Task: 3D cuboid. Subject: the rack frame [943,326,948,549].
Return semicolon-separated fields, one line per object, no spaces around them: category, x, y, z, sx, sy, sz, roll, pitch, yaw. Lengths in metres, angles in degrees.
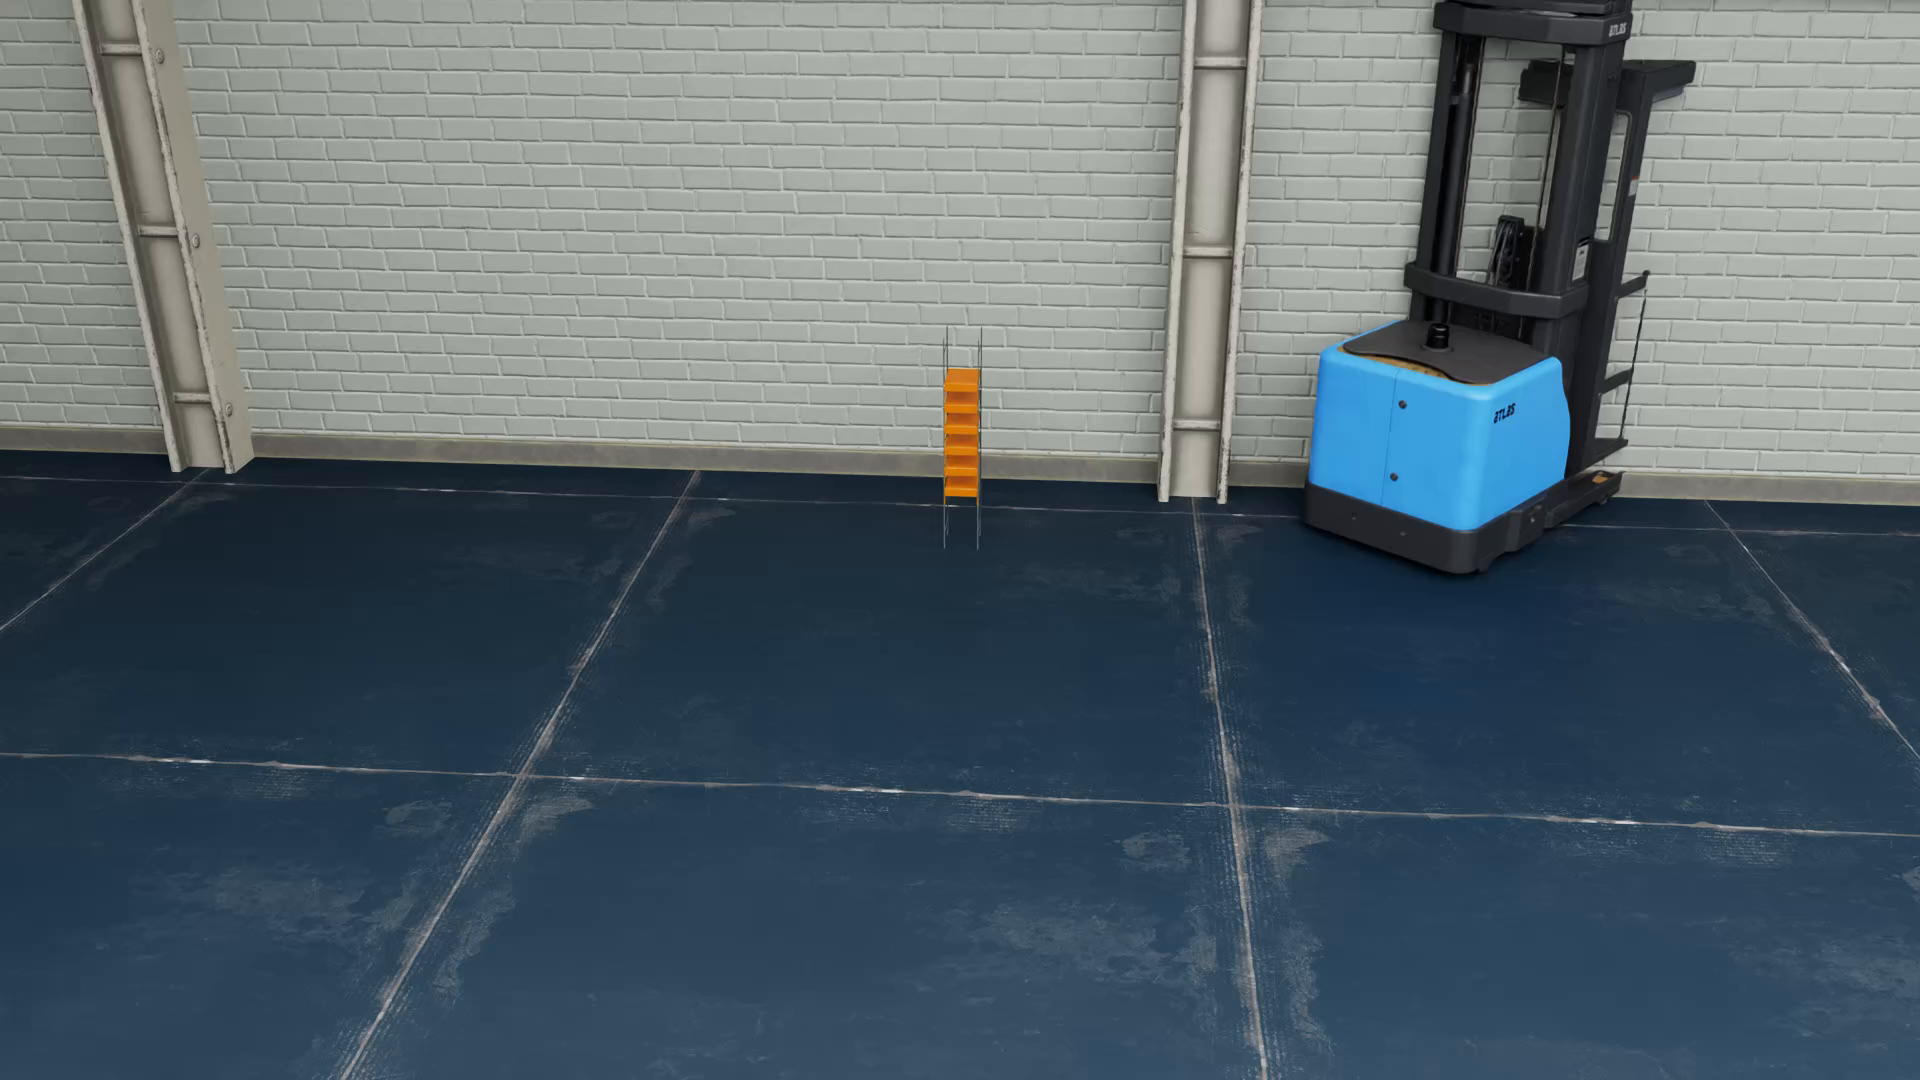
rack frame;-0.077;-0.548;9.005;0.006;1.200;0.240;2;25;4

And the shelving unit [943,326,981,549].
shelving unit;-11.026;-0.020;7.140;21.905;1.800;5.752;2;25;4

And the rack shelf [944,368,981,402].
rack shelf;0.014;-0.831;8.866;0.180;0.103;0.258;2;25;4

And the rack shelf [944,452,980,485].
rack shelf;0.014;-0.395;9.067;0.180;0.103;0.258;2;25;4
